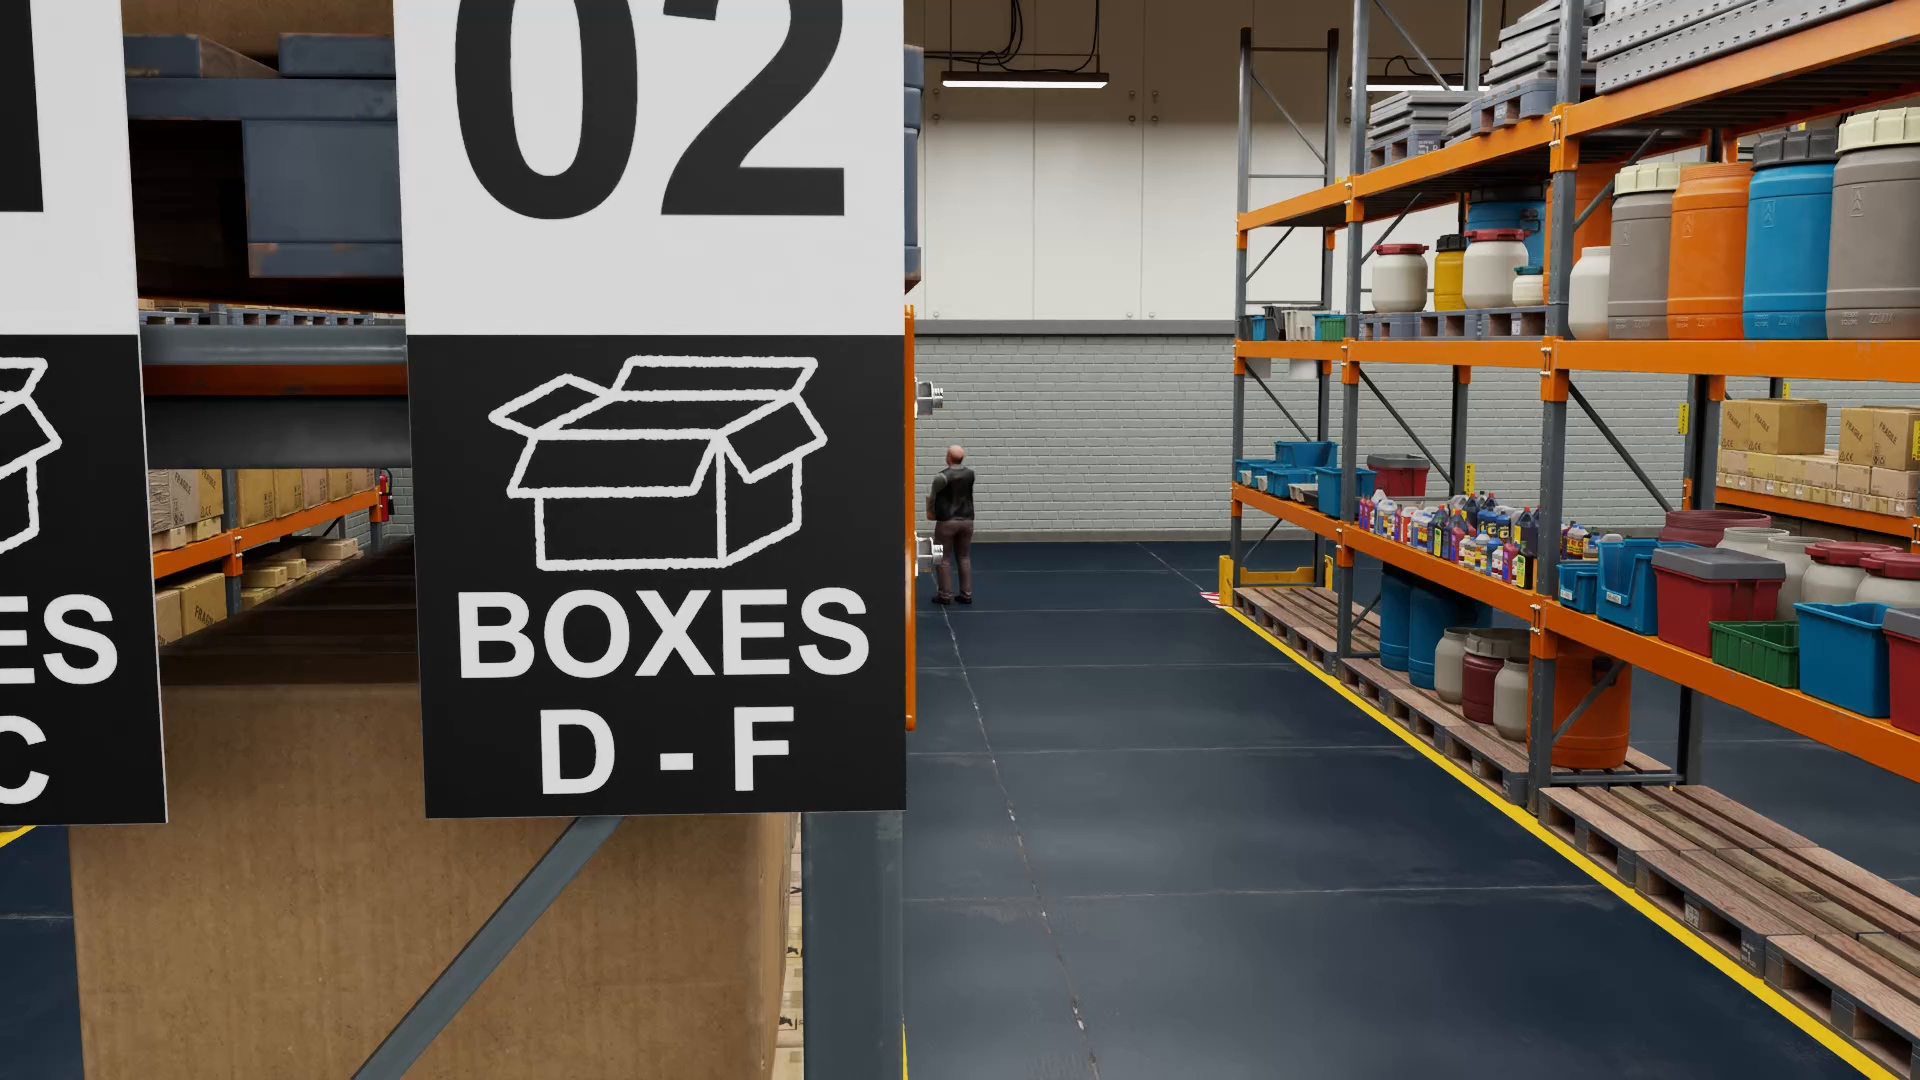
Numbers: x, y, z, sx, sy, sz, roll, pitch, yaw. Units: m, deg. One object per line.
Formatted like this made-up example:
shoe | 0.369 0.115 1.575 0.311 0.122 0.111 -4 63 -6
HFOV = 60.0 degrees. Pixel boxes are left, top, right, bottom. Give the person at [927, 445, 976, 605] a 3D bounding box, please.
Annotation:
person | -0.119 -0.175 17.858 0.494 1.711 0.551 -4 8 -30
